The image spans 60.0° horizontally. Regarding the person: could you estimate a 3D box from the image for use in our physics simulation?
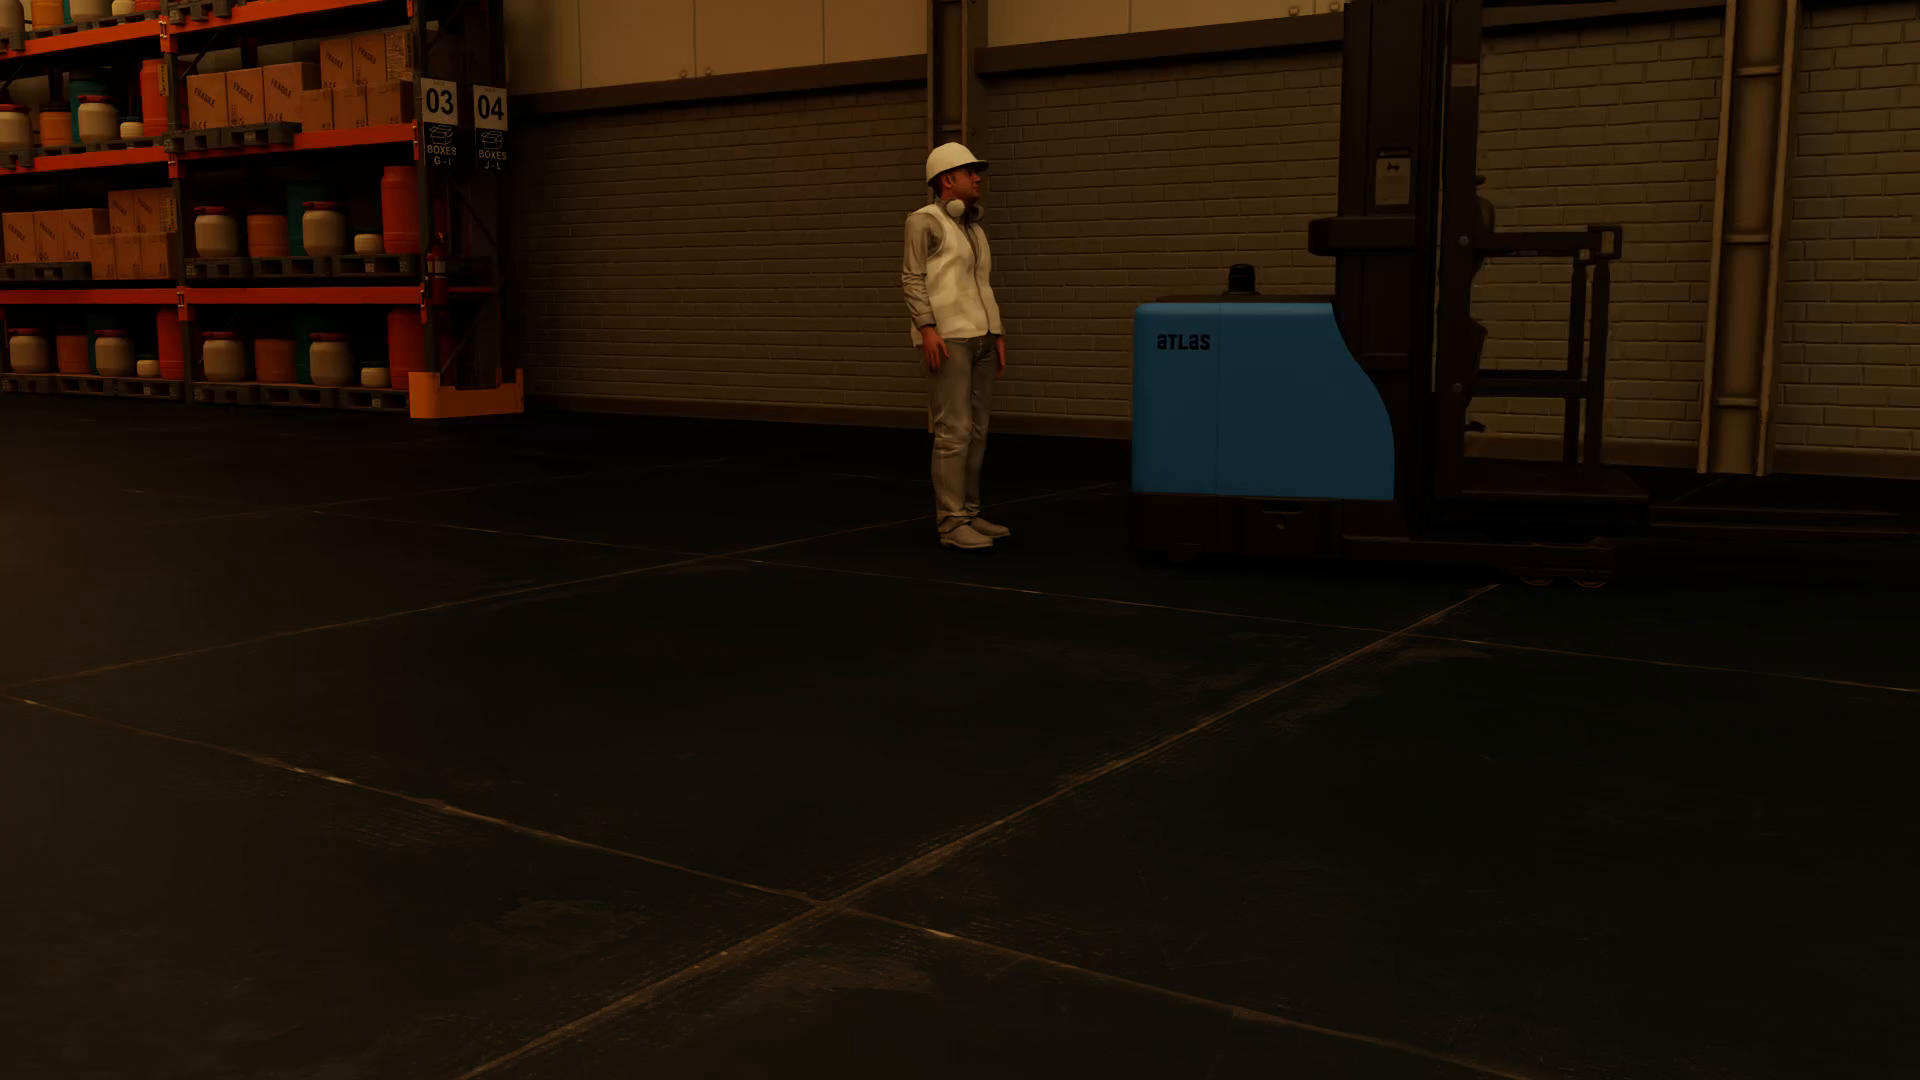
[{"bbox_3d":[0.047,-0.880,7.437,0.568,1.774,0.633,5,10,34],"label":"person"}]

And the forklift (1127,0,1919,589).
[{"bbox_3d":[2.265,-1.350,6.685,3.031,2.935,1.130,2,8,16],"label":"forklift"}]
